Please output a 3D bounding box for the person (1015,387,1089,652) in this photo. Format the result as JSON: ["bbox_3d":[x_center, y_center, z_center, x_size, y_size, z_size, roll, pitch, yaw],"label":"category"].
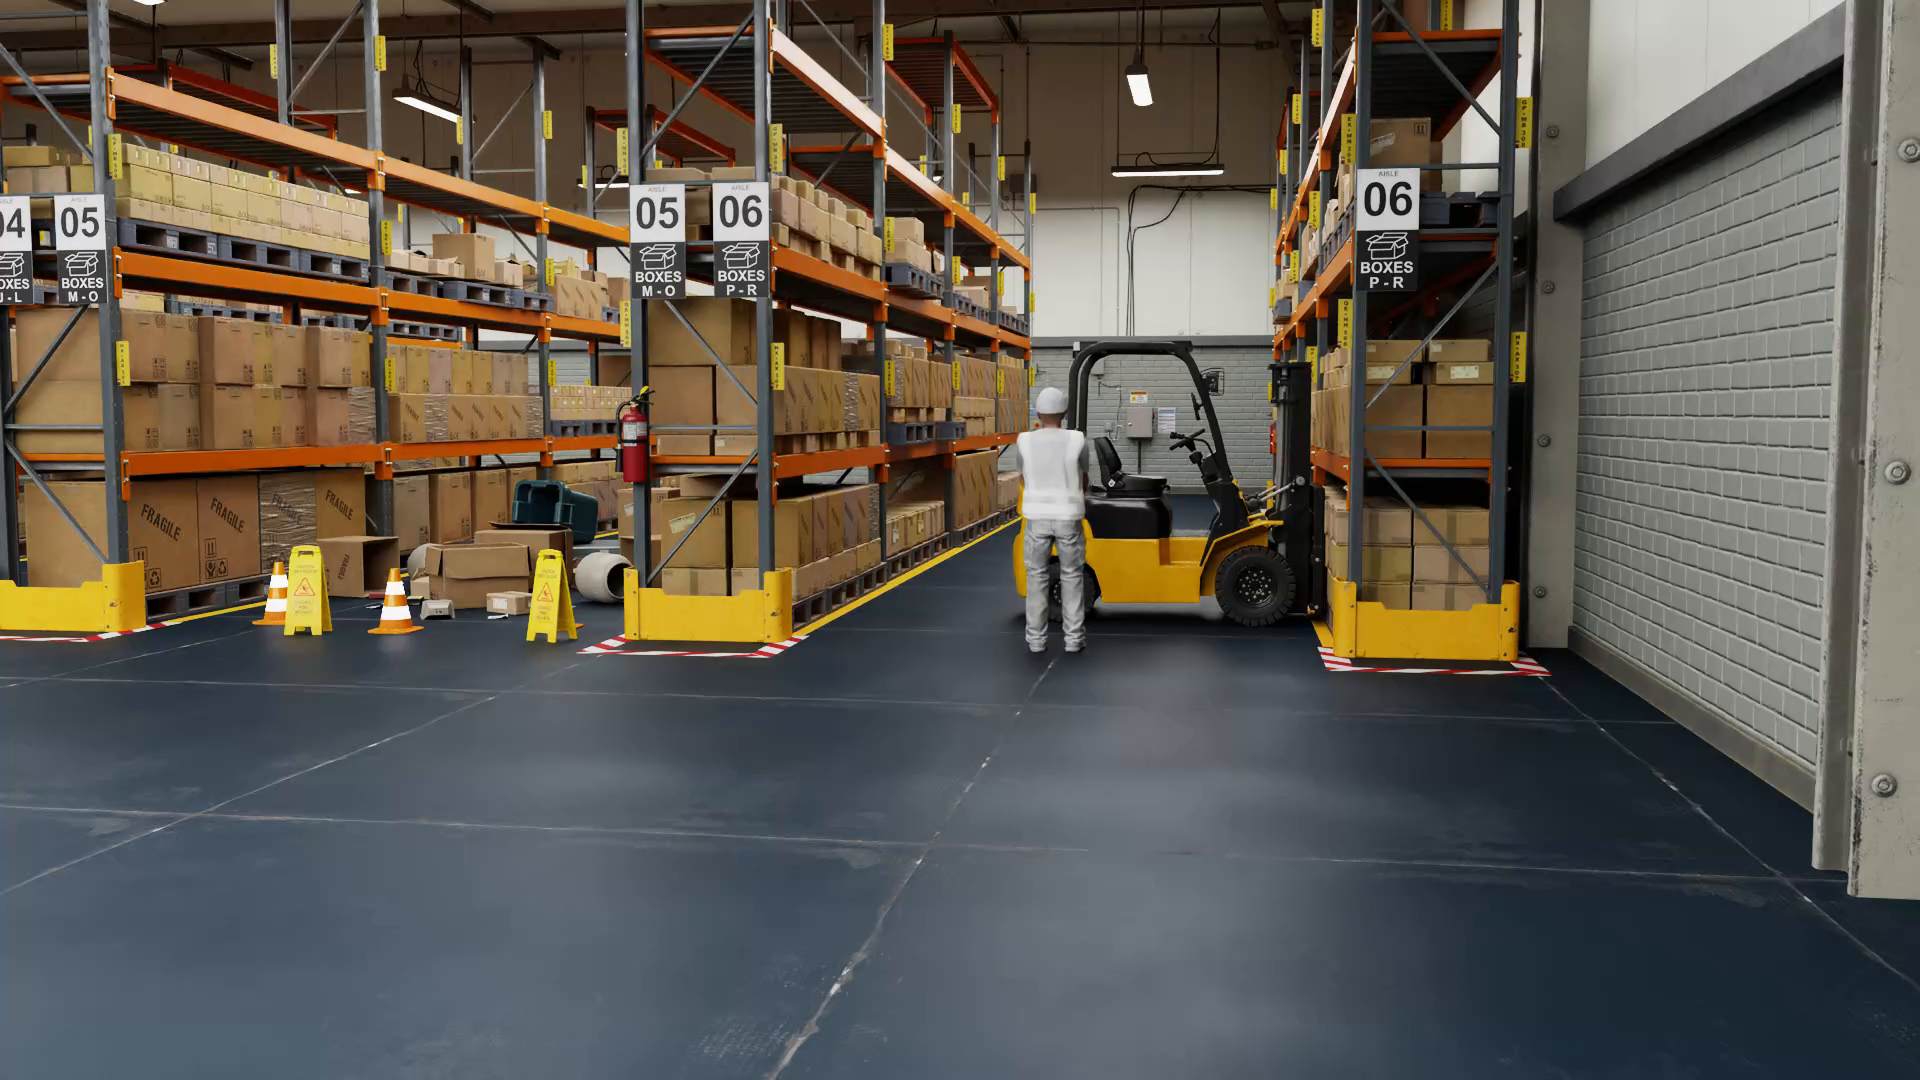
[{"bbox_3d":[0.635,-0.143,11.314,0.495,1.784,0.573,1,4,7],"label":"person"}]
